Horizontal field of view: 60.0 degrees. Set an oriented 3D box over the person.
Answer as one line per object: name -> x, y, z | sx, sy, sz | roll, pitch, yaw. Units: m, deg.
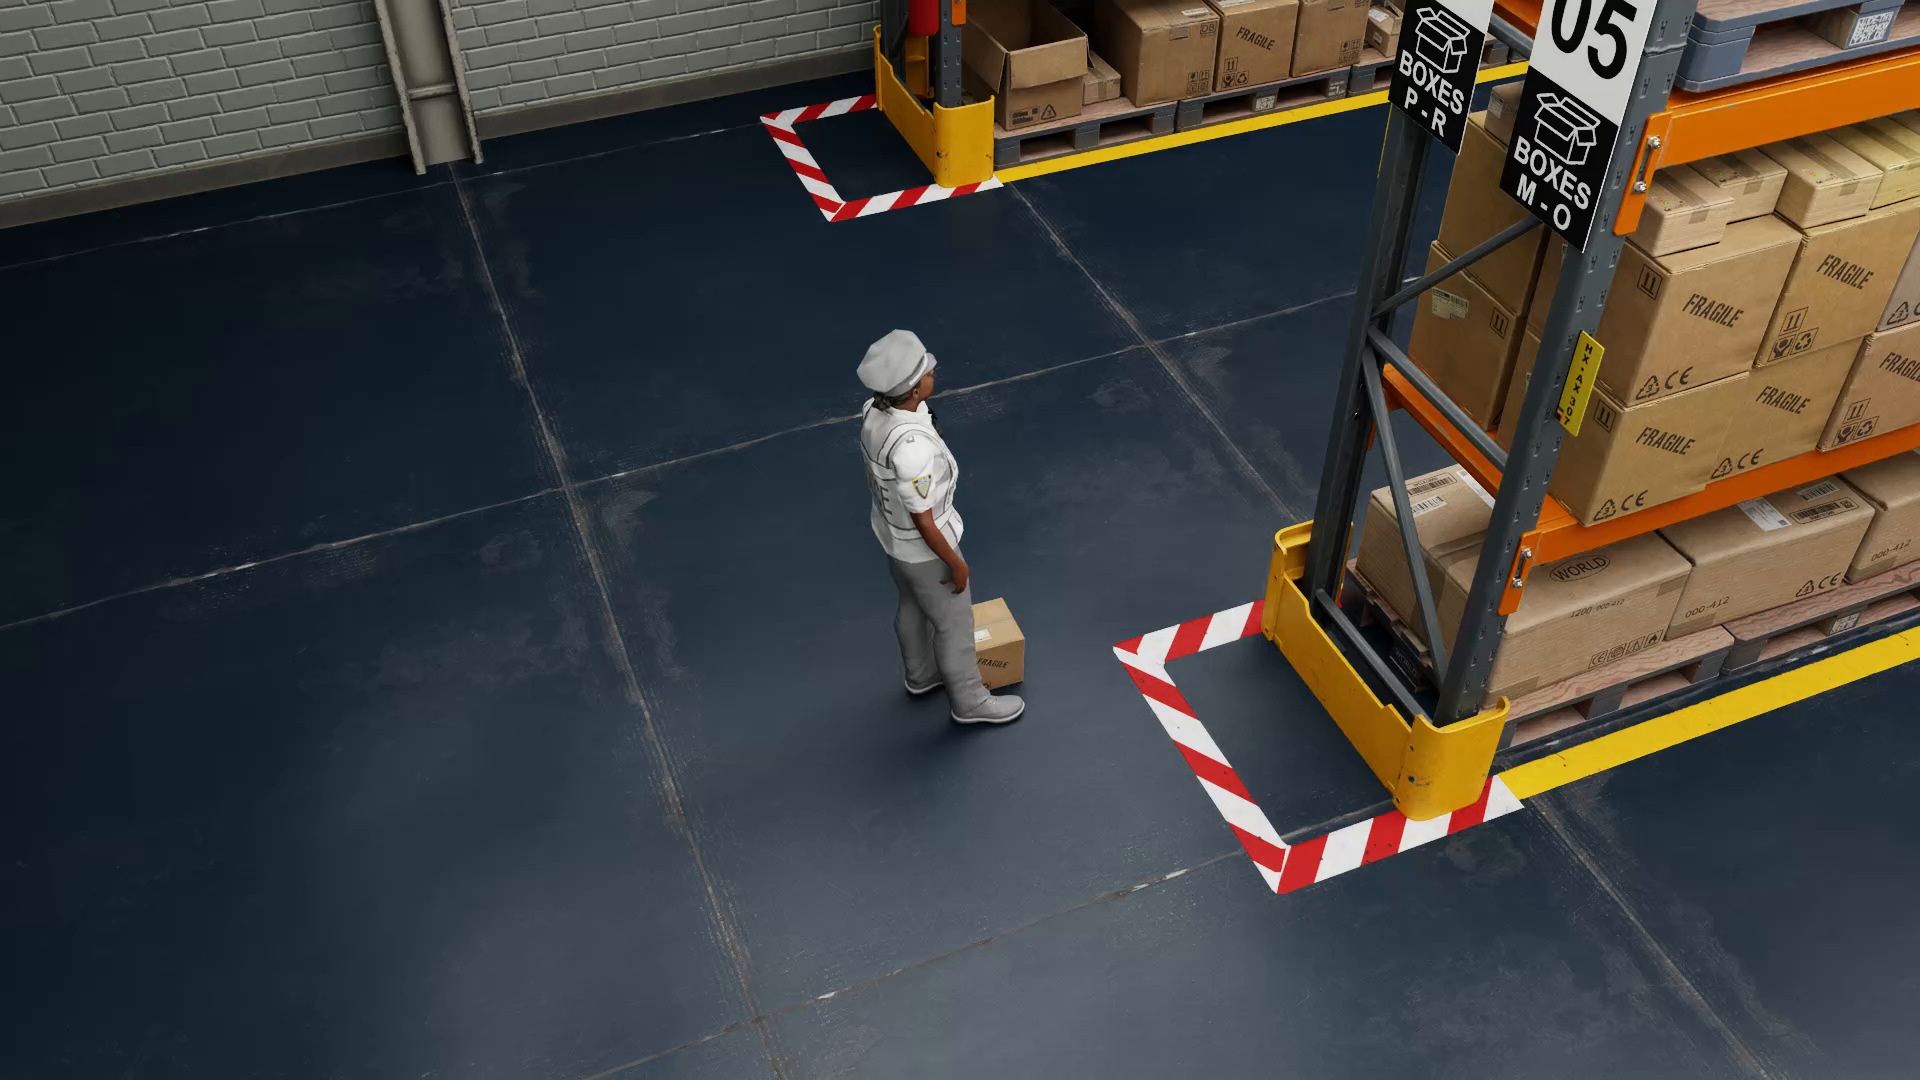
person -> -0.077, -0.037, 6.162 | 0.529, 1.696, 0.570 | -15, 44, -16
